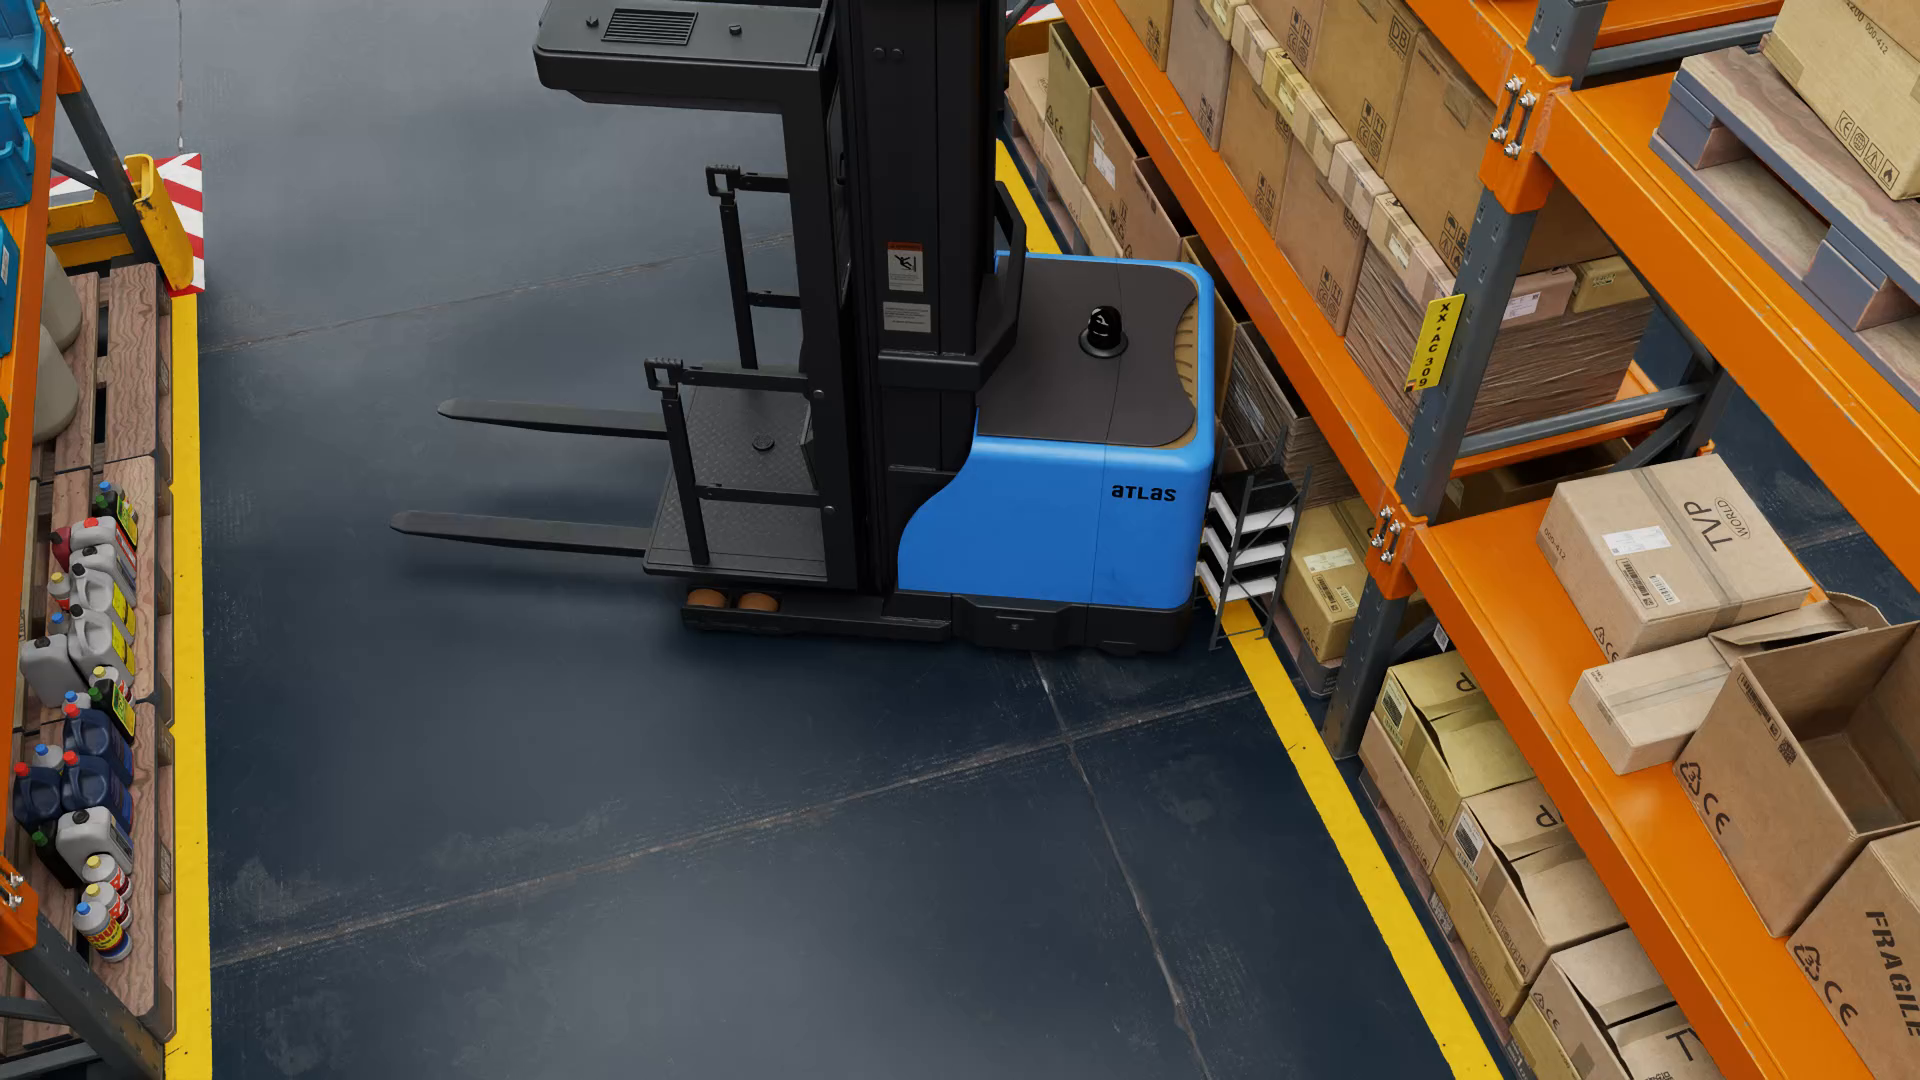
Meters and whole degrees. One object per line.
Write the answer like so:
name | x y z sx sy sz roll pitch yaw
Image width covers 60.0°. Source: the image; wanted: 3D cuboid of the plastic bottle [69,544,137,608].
plastic bottle | -3.082 0.127 5.965 0.152 0.276 0.135 -15 51 -12

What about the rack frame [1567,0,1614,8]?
rack frame | 1.782 -2.273 2.570 1.000 3.000 0.127 -13 51 -11

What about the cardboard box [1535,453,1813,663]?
cardboard box | 1.969 0.059 4.626 0.500 0.250 0.500 -10 51 -9

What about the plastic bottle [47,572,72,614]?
plastic bottle | -3.196 0.193 5.958 0.097 0.201 0.097 0 50 0

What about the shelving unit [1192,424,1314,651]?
shelving unit | 1.023 0.006 5.930 0.258 0.900 0.210 -11 48 -13

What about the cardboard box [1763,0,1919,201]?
cardboard box | 1.955 -0.941 3.232 0.500 0.250 0.500 -9 50 -7

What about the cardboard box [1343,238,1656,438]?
cardboard box | 1.645 -0.694 5.097 0.700 0.500 0.500 -15 51 -12

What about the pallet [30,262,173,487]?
pallet | -3.831 -0.605 6.912 1.003 0.211 1.213 -13 51 -11

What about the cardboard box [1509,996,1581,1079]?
cardboard box | 1.970 1.514 4.825 0.500 0.250 0.500 -15 51 -12

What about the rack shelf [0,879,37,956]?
rack shelf | -2.359 2.471 2.965 1.077 0.370 4.000 -13 51 -11

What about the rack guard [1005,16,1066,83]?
rack guard | 0.592 -2.472 8.297 1.175 0.500 0.348 -13 51 -11

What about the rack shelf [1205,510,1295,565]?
rack shelf | 1.025 -0.033 5.889 0.258 0.077 0.200 -11 48 -13

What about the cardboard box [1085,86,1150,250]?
cardboard box | 0.855 -1.582 6.945 0.500 0.500 0.500 -13 51 -11

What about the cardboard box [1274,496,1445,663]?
cardboard box | 1.436 0.123 5.998 0.500 0.250 0.500 -13 51 -11

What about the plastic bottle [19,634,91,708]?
plastic bottle | -3.109 0.435 5.705 0.152 0.276 0.135 -13 51 -11

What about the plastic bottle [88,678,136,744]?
plastic bottle | -2.858 0.561 5.594 0.061 0.283 0.133 -11 51 -9

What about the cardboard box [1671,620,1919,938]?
cardboard box | 2.149 0.578 4.025 0.500 0.500 0.500 -10 51 -8

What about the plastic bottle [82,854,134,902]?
plastic bottle | -2.686 1.058 5.228 0.097 0.201 0.097 0 50 0

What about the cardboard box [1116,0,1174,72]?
cardboard box | 1.026 -2.202 6.369 0.700 0.500 0.500 -13 51 -11

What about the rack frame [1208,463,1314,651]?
rack frame | 1.053 0.077 5.864 0.240 0.900 0.006 -11 48 -13

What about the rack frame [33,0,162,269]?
rack frame | -4.134 -2.143 6.384 1.000 3.000 0.127 -13 51 -11

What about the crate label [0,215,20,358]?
crate label | -3.331 -0.871 5.289 0.502 0.435 0.616 -13 51 -11

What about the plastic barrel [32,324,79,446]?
plastic barrel | -3.718 -0.647 6.476 0.421 0.512 0.421 0 50 0

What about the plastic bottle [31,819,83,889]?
plastic bottle | -2.850 0.975 5.245 0.061 0.283 0.133 -13 51 -11

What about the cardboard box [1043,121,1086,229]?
cardboard box | 0.697 -1.703 7.537 0.500 0.250 0.500 -13 51 -11

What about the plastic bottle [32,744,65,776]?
plastic bottle | -2.951 0.754 5.439 0.097 0.271 0.097 0 50 0

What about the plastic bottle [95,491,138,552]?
plastic bottle | -3.120 -0.086 6.139 0.061 0.283 0.133 -12 51 -10

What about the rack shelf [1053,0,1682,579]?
rack shelf | 1.191 -1.568 6.370 1.077 0.370 4.000 -13 51 -11

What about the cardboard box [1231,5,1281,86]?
cardboard box | 1.123 -1.658 5.486 0.380 0.149 0.250 -12 51 -10

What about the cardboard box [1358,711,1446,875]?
cardboard box | 1.665 0.763 5.459 0.500 0.250 0.500 -14 51 -12

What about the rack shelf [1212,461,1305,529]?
rack shelf | 1.032 -0.157 5.758 0.258 0.077 0.200 -11 48 -13

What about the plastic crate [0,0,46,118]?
plastic crate | -3.700 -1.797 6.190 0.499 0.251 0.616 -13 51 -11

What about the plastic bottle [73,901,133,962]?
plastic bottle | -2.626 1.184 5.076 0.097 0.271 0.097 0 50 0

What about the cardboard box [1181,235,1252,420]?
cardboard box | 1.148 -0.851 6.329 0.500 0.500 0.500 -13 51 -11

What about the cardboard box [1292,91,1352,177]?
cardboard box | 1.267 -1.294 5.179 0.380 0.149 0.250 -13 51 -11

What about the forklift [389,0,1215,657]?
forklift | -0.622 -0.992 5.459 3.031 2.935 1.130 4 50 4

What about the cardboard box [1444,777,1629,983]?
cardboard box | 1.809 0.956 4.929 0.500 0.311 0.500 -14 51 -11

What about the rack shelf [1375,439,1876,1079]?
rack shelf | 2.374 1.354 3.907 1.077 0.370 4.000 -13 51 -11

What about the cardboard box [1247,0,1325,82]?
cardboard box | 1.347 -1.847 5.221 0.700 0.500 0.500 -13 51 -11

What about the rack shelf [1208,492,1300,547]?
rack shelf | 1.028 -0.095 5.823 0.258 0.077 0.200 -11 48 -13

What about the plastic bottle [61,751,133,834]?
plastic bottle | -2.793 0.807 5.342 0.144 0.351 0.185 -12 51 -10

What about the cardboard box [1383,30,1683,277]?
cardboard box | 1.645 -1.112 4.601 0.700 0.500 0.500 -13 51 -11

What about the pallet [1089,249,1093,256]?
pallet | 1.223 -0.923 7.180 1.003 0.211 1.213 -13 51 -11

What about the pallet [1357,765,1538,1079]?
pallet | 2.037 1.089 5.483 1.003 0.211 1.213 -13 51 -11

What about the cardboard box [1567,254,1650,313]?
cardboard box | 1.888 -0.820 4.780 0.380 0.149 0.250 -13 51 -11

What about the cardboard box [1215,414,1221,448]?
cardboard box | 1.136 -0.607 6.613 0.500 0.250 0.500 -13 51 -11

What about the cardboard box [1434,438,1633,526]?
cardboard box | 1.944 -0.239 5.813 0.500 0.500 0.500 -13 51 -11

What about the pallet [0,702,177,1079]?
pallet | -3.110 1.177 5.409 1.003 0.211 1.213 -13 51 -11

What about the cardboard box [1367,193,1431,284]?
cardboard box | 1.426 -0.911 4.856 0.380 0.149 0.250 -14 51 -12

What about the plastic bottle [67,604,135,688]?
plastic bottle | -2.975 0.359 5.720 0.144 0.351 0.185 -14 51 -11

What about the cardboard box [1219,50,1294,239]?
cardboard box | 1.338 -1.445 5.730 0.700 0.500 0.500 -13 51 -10

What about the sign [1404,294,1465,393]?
sign | 1.252 -0.517 4.395 0.100 0.325 0.005 -13 51 -11
